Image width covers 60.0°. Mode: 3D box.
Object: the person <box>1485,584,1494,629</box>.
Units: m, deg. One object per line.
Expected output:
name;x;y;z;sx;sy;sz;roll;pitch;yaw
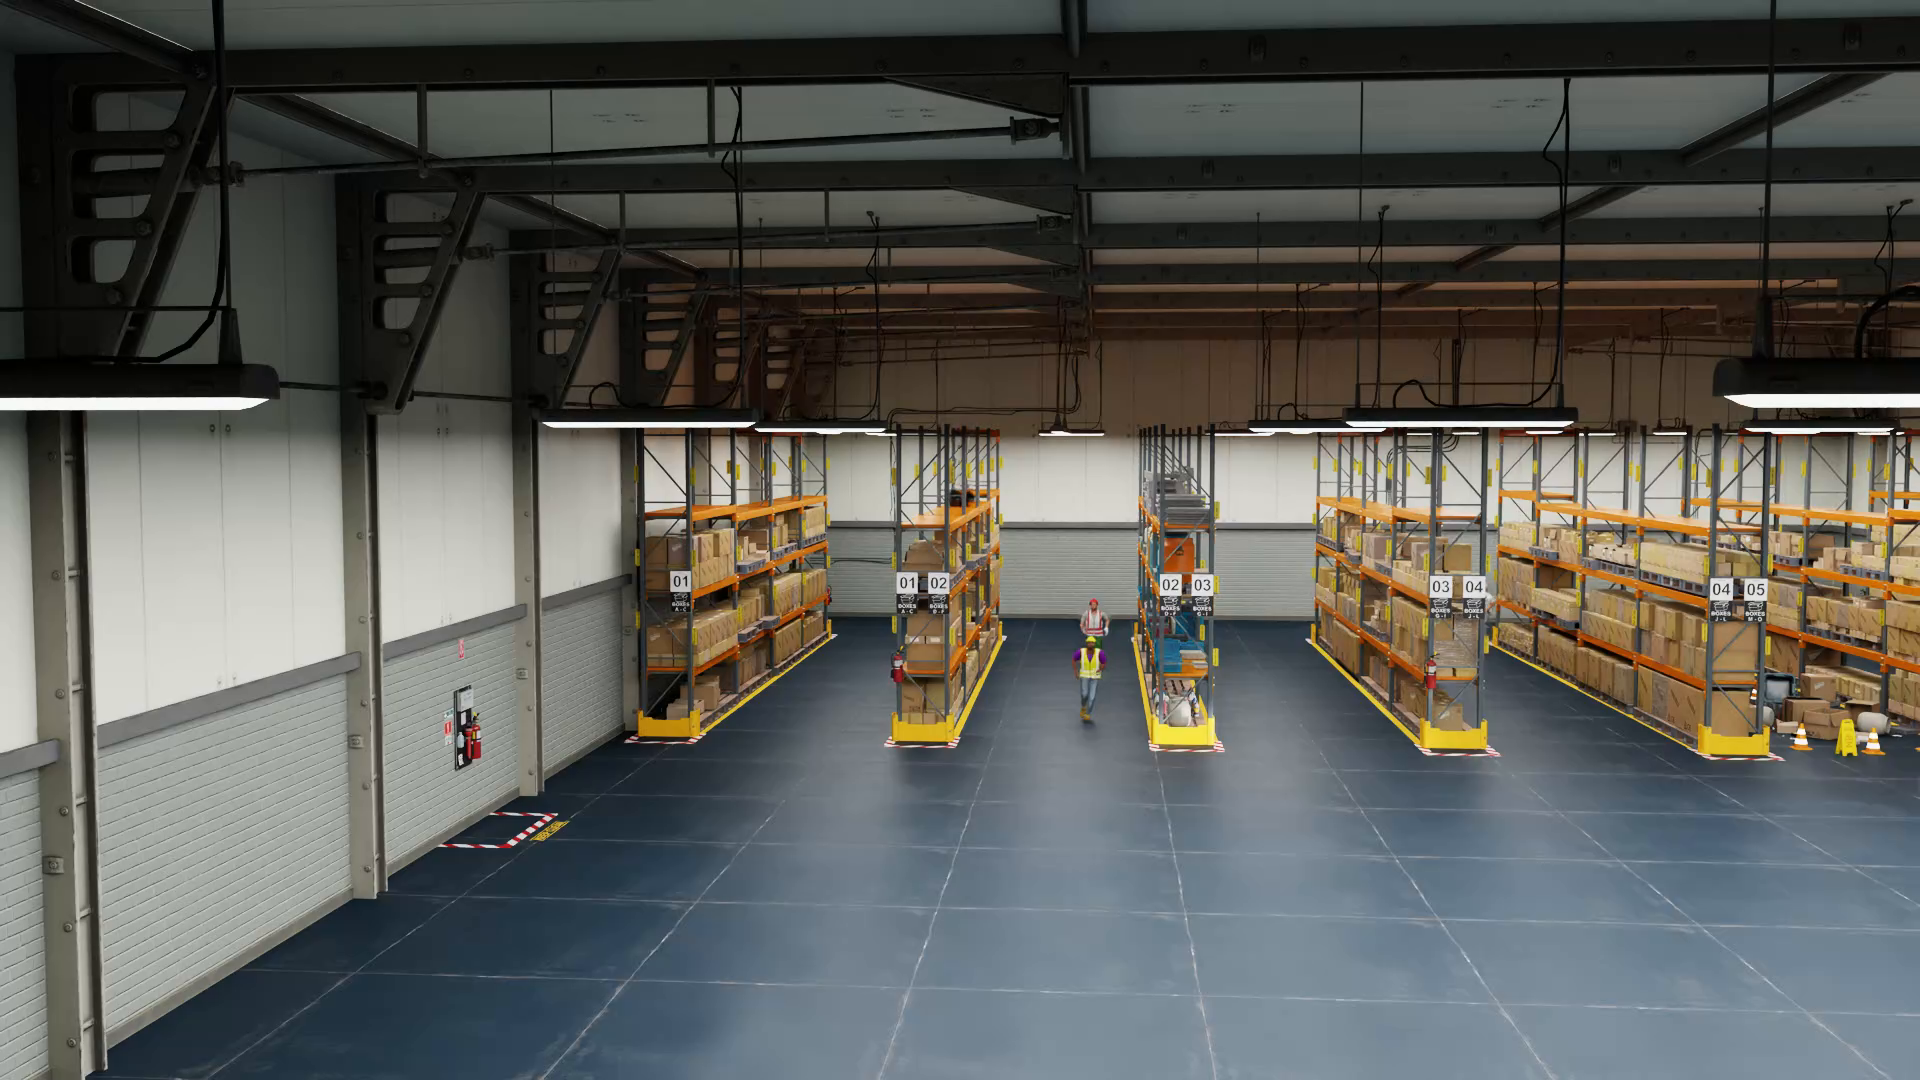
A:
person;14.882;2.071;47.173;0.557;1.648;0.623;-2;4;-34

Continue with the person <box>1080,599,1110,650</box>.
person;3.116;2.236;38.459;0.669;1.758;0.826;0;3;7

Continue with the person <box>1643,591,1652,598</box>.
person;19.294;2.017;47.124;0.864;1.719;0.662;0;3;-3

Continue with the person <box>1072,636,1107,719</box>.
person;2.632;2.798;33.705;0.695;1.717;0.645;0;3;0
